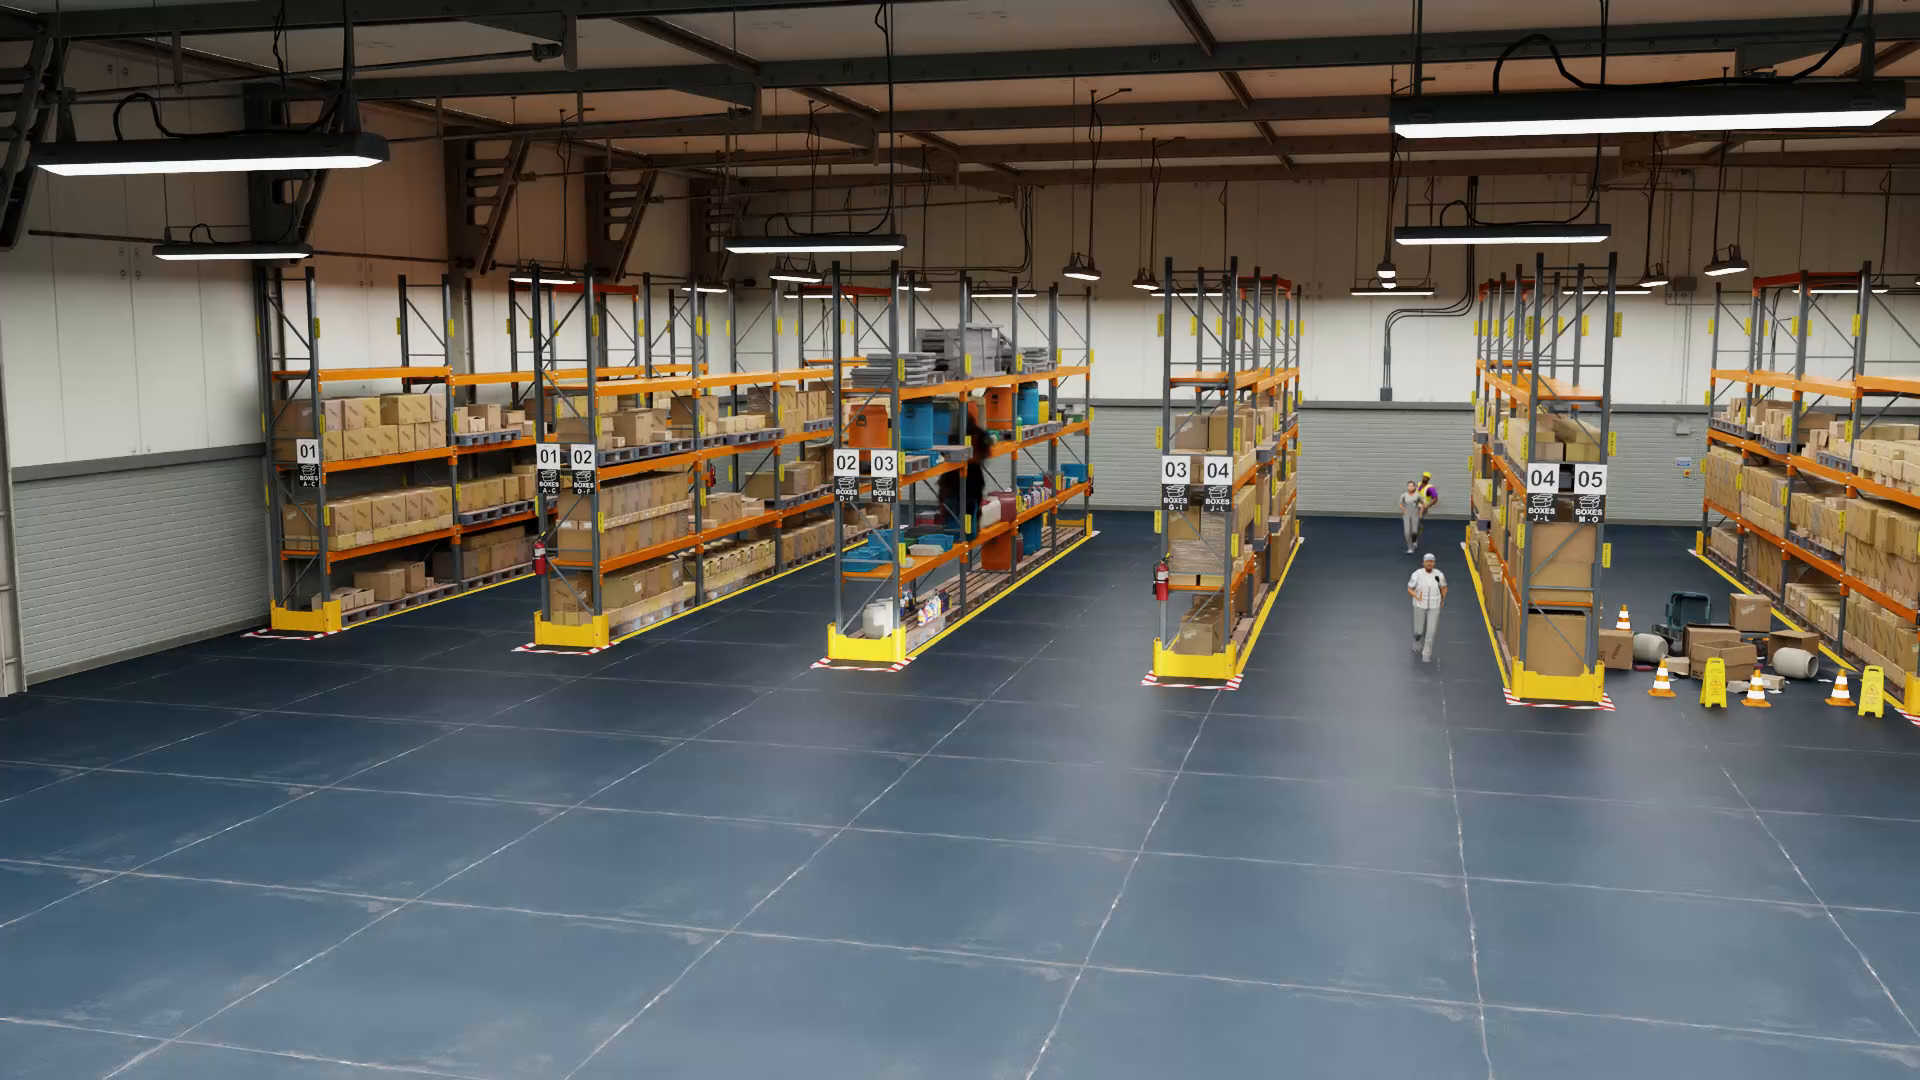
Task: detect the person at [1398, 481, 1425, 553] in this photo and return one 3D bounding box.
[{"bbox_3d":[10.043,-0.504,37.059,0.557,1.627,0.589,3,8,22],"label":"person"}]

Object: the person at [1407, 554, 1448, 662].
[{"bbox_3d":[7.066,1.009,25.175,0.584,1.625,0.647,1,7,10],"label":"person"}]

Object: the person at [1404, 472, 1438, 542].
[{"bbox_3d":[10.769,-0.756,38.790,0.575,1.692,0.752,-5,9,-32],"label":"person"}]
